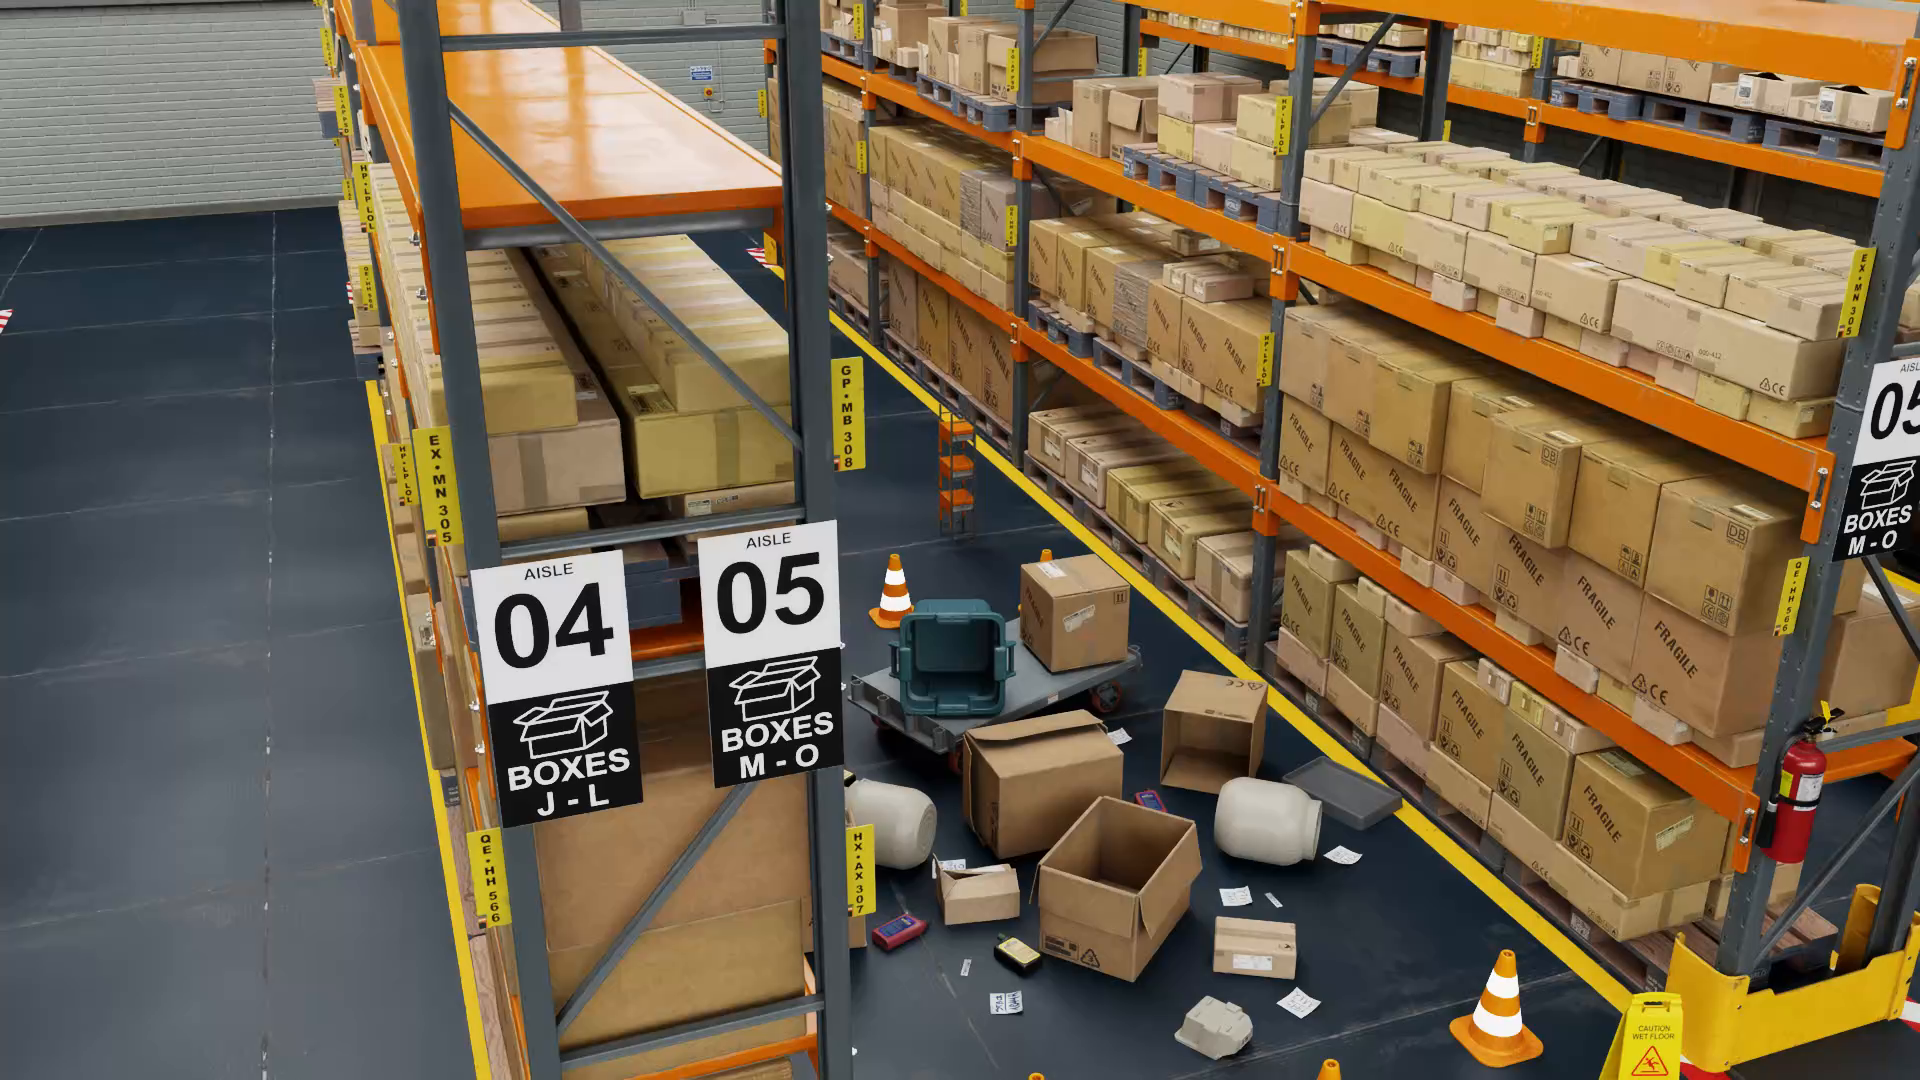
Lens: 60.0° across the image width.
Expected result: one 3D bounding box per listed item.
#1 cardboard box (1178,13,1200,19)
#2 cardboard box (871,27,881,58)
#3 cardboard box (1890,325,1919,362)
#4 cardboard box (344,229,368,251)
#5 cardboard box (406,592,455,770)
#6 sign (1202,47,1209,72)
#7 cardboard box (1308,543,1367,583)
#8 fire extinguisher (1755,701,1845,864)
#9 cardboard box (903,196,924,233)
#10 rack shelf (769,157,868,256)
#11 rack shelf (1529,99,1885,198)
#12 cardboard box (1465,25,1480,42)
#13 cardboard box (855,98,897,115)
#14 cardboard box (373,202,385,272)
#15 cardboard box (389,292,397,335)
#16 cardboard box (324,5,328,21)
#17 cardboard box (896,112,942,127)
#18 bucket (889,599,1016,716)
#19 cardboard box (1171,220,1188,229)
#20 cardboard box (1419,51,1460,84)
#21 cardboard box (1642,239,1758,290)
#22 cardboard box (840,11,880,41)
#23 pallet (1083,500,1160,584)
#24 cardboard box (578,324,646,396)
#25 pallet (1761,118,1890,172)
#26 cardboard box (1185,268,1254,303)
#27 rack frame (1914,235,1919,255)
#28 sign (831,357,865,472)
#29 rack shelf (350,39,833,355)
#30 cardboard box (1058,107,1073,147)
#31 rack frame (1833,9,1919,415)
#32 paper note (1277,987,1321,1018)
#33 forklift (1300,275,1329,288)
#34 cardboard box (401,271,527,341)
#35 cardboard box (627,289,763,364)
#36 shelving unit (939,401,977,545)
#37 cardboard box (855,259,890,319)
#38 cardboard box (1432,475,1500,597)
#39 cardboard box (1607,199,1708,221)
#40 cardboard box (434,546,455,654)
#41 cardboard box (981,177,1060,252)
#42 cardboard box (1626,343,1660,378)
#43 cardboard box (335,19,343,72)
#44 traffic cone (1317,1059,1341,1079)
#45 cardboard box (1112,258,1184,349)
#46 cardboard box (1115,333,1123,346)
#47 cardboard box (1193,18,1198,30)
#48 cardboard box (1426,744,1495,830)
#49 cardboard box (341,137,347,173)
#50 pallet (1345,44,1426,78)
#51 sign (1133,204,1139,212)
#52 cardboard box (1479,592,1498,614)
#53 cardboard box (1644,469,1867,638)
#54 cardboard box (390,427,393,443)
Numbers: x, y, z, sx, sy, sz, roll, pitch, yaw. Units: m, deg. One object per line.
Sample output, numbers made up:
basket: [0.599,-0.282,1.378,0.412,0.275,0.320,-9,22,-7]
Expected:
cardboard box: [3.018,-6.547,20.368,0.500,0.250,0.500,-9,25,-21]
cardboard box: [-0.631,-4.813,16.077,0.396,0.266,0.258,-9,24,-19]
cardboard box: [3.830,-0.838,6.824,0.500,0.250,0.500,-9,24,-20]
cardboard box: [-4.909,-2.489,13.810,0.380,0.149,0.250,-7,24,-17]
cardboard box: [-2.553,0.724,9.526,1.050,0.750,0.750,-8,24,-19]
sign: [3.275,-6.413,22.205,0.100,0.325,0.005,-8,24,-19]
cardboard box: [2.290,0.112,9.821,0.380,0.149,0.250,-8,24,-18]
fire extinguisher: [3.368,0.972,6.682,0.296,0.674,0.183,-8,24,-19]
cardboard box: [-0.225,-3.119,15.837,0.500,0.250,0.500,-8,24,-18]
rack shelf: [-1.187,-3.924,19.124,1.077,0.370,4.000,-8,24,-19]
rack shelf: [6.281,-3.082,13.264,1.077,0.370,4.000,-8,24,-19]
cardboard box: [4.991,-4.774,15.649,0.380,0.149,0.250,-9,24,-20]
cardboard box: [-0.879,-4.513,17.345,0.380,0.149,0.250,-8,24,-18]
cardboard box: [-2.339,-1.380,7.440,0.500,0.250,0.500,-8,24,-19]
cardboard box: [-2.171,-0.957,6.952,0.380,0.149,0.250,-9,24,-20]
cardboard box: [-6.032,-5.172,16.333,0.380,0.149,0.250,-9,24,-20]
cardboard box: [-0.422,-4.242,17.536,0.500,0.500,0.500,-8,24,-19]
bucket: [-0.045,0.635,9.639,0.726,0.611,0.620,0,13,-1]
cardboard box: [3.142,-4.155,21.424,0.700,0.500,0.500,-7,24,-17]
cardboard box: [4.811,-4.588,16.105,0.500,0.250,0.500,-8,24,-19]
cardboard box: [3.159,-1.173,7.106,0.380,0.149,0.250,-8,24,-19]
cardboard box: [-1.005,-5.277,17.049,0.396,0.266,0.258,-8,24,-17]
pallet: [1.635,-0.064,12.629,1.003,0.211,1.213,-8,24,-19]
cardboard box: [-0.947,-0.537,5.441,0.500,0.250,0.500,-9,24,-20]
pallet: [6.664,-2.917,12.193,0.805,0.209,1.217,-9,25,-21]
cardboard box: [1.716,-1.683,10.993,0.380,0.149,0.250,-9,25,-21]
rack frame: [6.988,-1.304,11.983,1.000,3.000,0.127,-8,24,-19]
sign: [-0.315,-0.348,4.625,0.100,0.325,0.005,-8,24,-19]
rack shelf: [-1.543,-1.428,5.993,1.077,0.370,4.000,-8,24,-19]
cardboard box: [0.975,-3.165,12.708,0.396,0.266,0.258,-8,24,-19]
rack frame: [3.759,-1.933,5.750,1.000,3.000,0.127,-8,24,-19]
paper note: [1.563,2.129,7.659,0.148,0.019,0.142,-18,29,-37]
forklift: [3.504,-1.956,13.617,3.031,2.935,1.130,5,23,13]
cardboard box: [-1.630,-0.771,5.482,0.380,0.149,0.250,-8,24,-19]
cardboard box: [-0.835,-0.675,5.255,0.380,0.149,0.250,-9,24,-20]
shelving unit: [-0.019,-0.503,12.592,0.215,1.050,0.252,-8,24,-19]
cardboard box: [-0.602,-2.784,18.252,0.875,0.438,0.875,-9,24,-20]
cardboard box: [2.802,-0.063,8.525,0.500,0.500,0.500,-8,24,-18]
cardboard box: [3.316,-1.517,7.921,0.380,0.149,0.250,-8,24,-18]
cardboard box: [-1.786,0.065,7.150,0.875,0.550,0.550,-8,24,-19]
cardboard box: [0.505,-2.734,13.959,0.500,0.500,0.500,-9,24,-20]
cardboard box: [3.163,-0.815,7.282,0.380,0.149,0.250,-8,24,-19]
cardboard box: [-5.045,-4.282,14.516,0.700,0.500,0.500,-8,24,-19]
traffic cone: [1.482,2.297,6.704,0.336,0.463,0.334,-8,24,-19]
cardboard box: [1.429,-1.694,11.854,0.500,0.500,0.500,-9,25,-21]
cardboard box: [1.368,-1.519,12.276,0.380,0.149,0.250,-7,24,-17]
cardboard box: [3.072,-6.316,20.334,0.380,0.149,0.250,-9,24,-20]
cardboard box: [2.856,1.270,8.875,0.500,0.250,0.500,-9,25,-21]
cardboard box: [-5.682,-3.778,16.051,0.500,0.500,0.500,-9,25,-21]
pallet: [4.696,-4.884,16.855,1.213,0.211,1.003,-8,24,-19]
sign: [1.437,-2.650,13.787,0.100,0.325,0.005,-8,24,-19]
cardboard box: [2.905,0.283,8.541,0.380,0.149,0.250,-8,24,-19]
cardboard box: [3.374,0.032,7.013,0.700,0.500,0.500,-9,24,-20]
cardboard box: [-4.320,-0.794,13.448,0.500,0.500,0.500,-7,24,-17]
